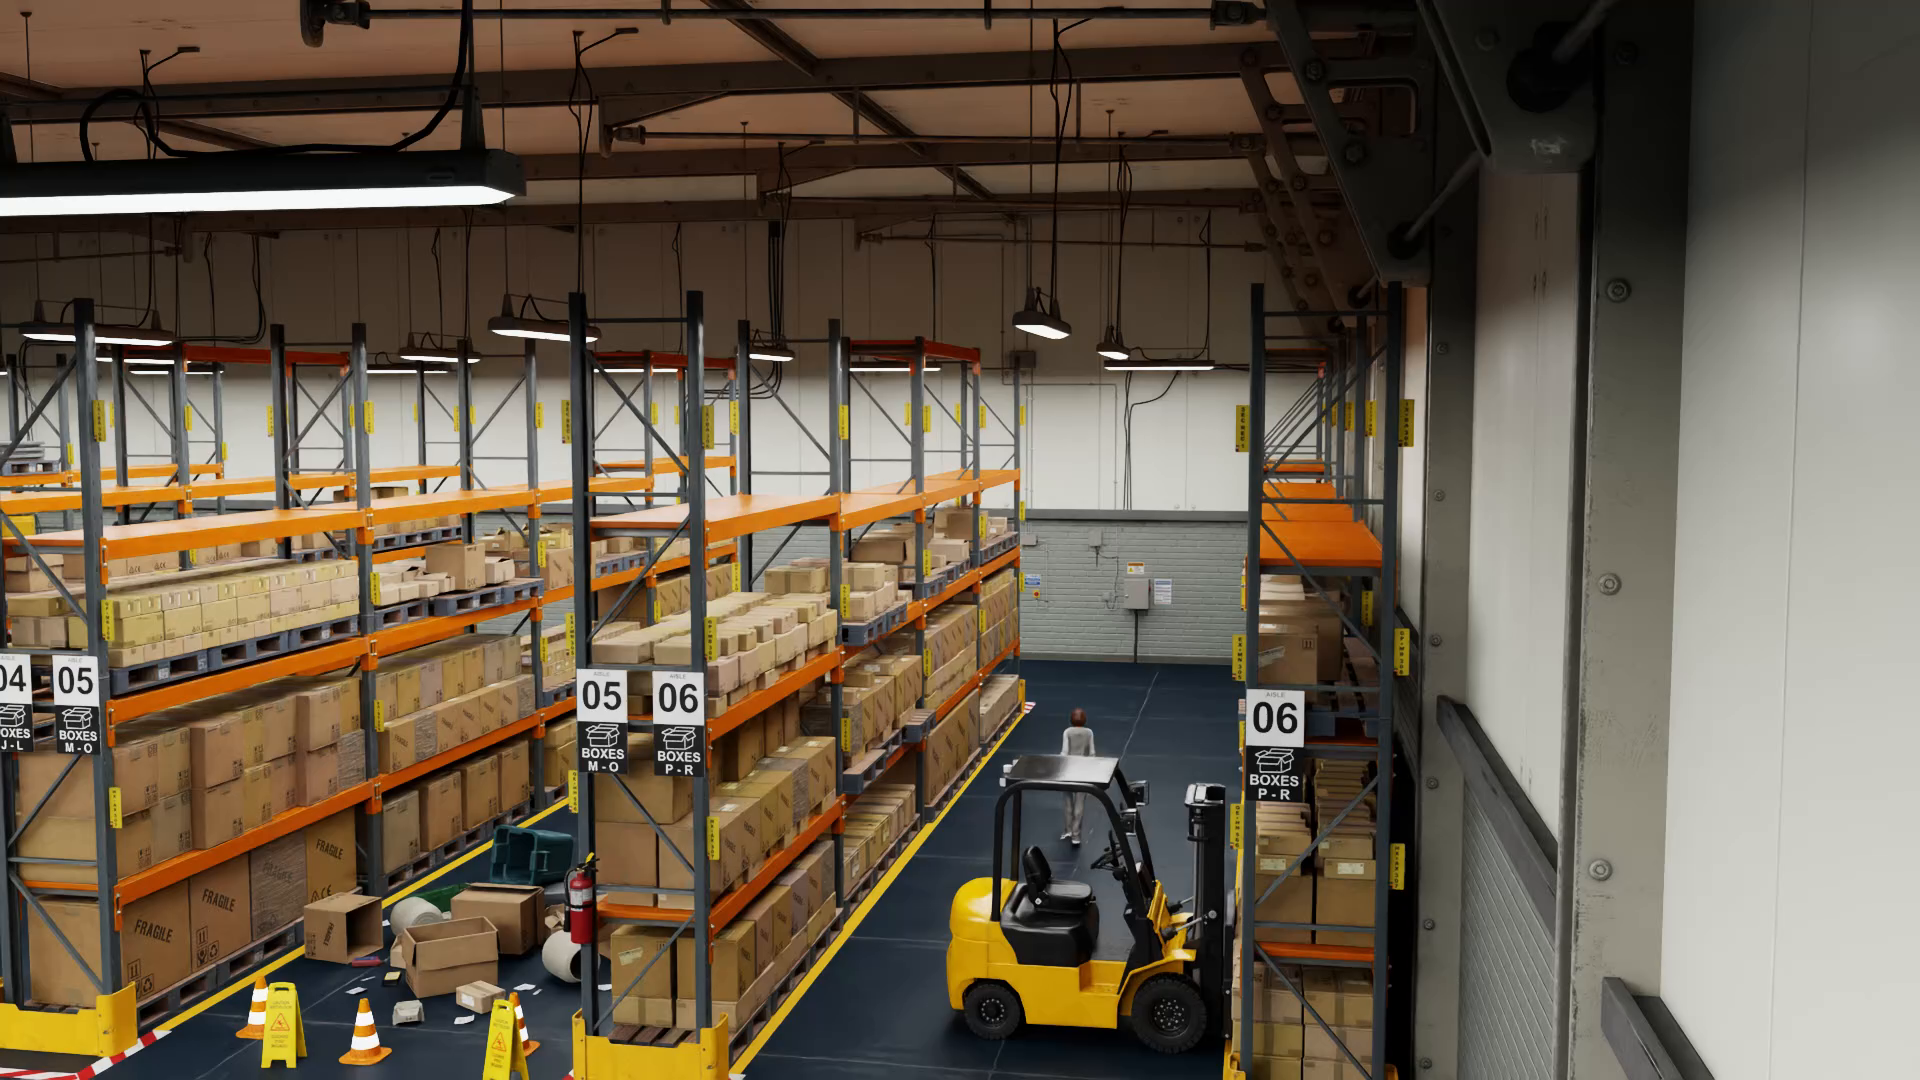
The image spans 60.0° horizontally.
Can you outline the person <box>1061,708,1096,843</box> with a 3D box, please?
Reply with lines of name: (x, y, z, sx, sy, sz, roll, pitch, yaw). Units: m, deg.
person: (1.393, 2.807, 19.709, 0.429, 1.627, 0.621, 0, 5, 5)
